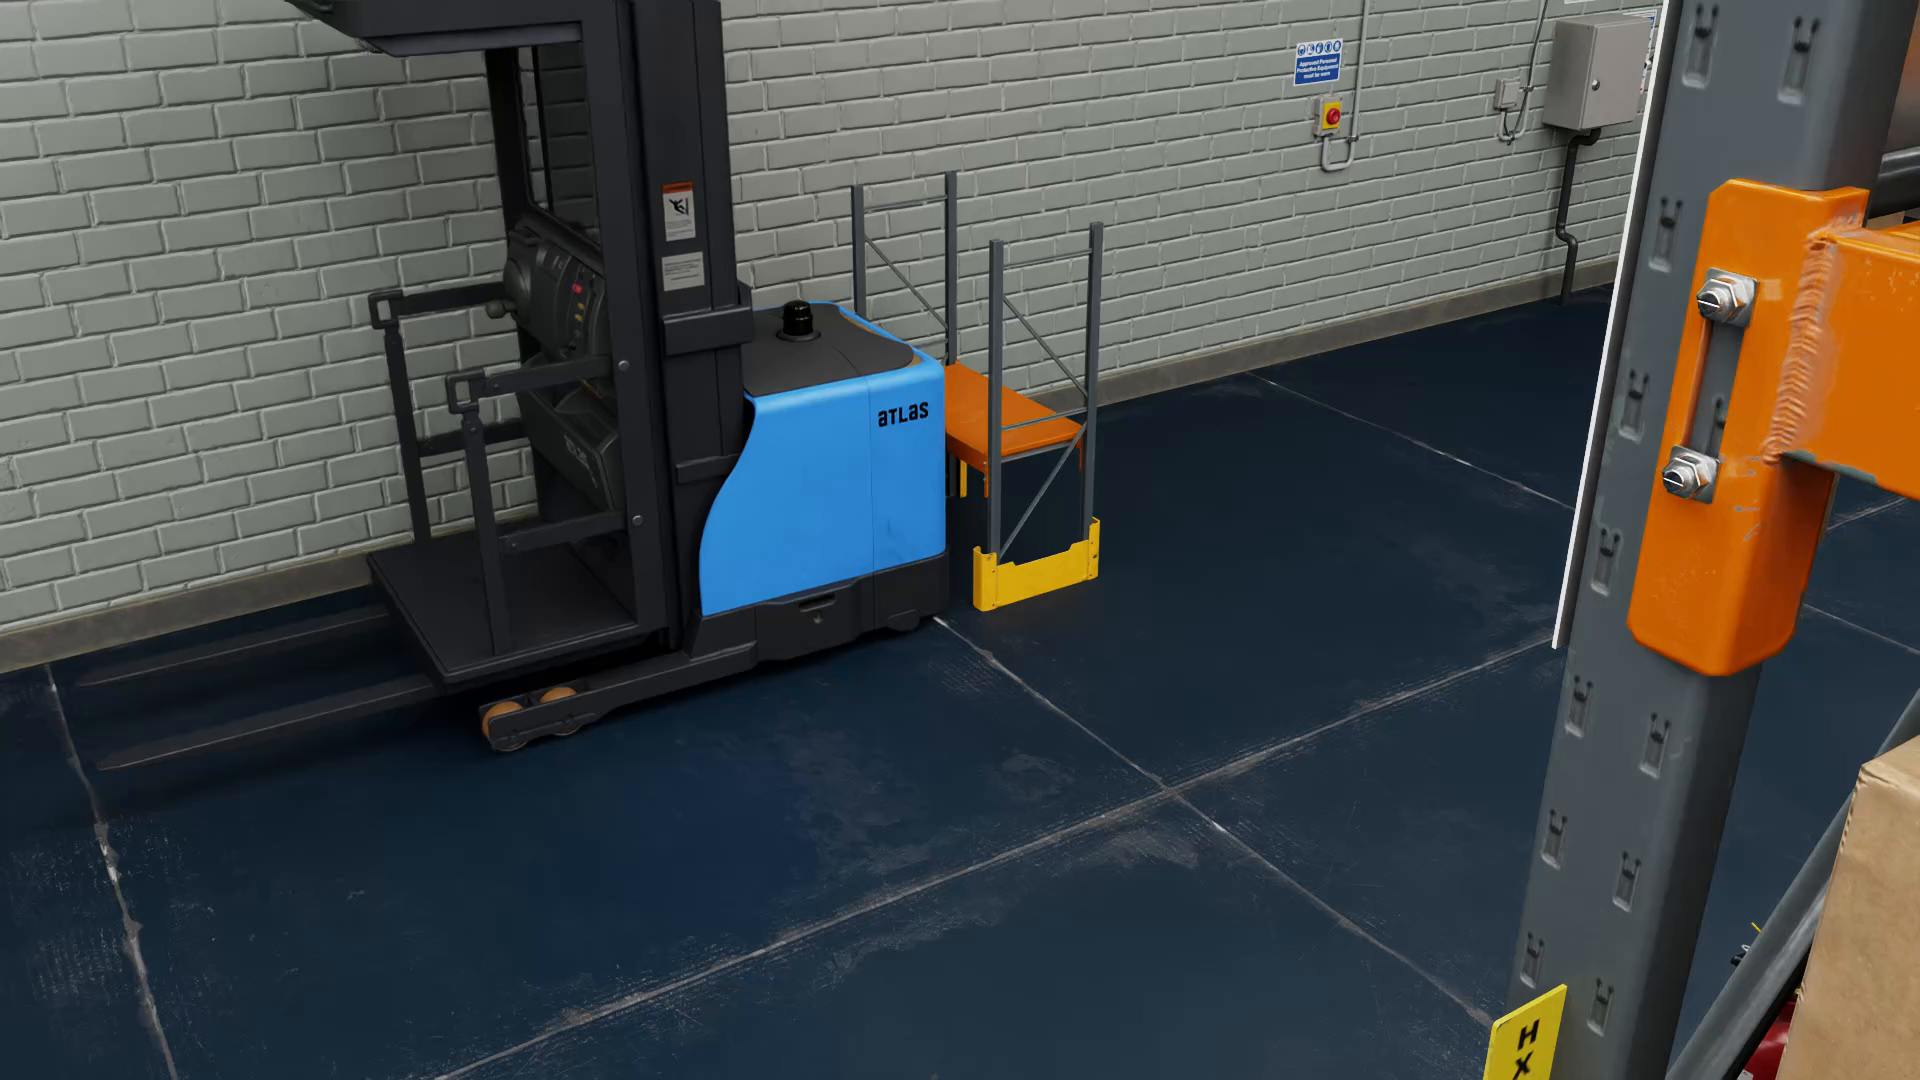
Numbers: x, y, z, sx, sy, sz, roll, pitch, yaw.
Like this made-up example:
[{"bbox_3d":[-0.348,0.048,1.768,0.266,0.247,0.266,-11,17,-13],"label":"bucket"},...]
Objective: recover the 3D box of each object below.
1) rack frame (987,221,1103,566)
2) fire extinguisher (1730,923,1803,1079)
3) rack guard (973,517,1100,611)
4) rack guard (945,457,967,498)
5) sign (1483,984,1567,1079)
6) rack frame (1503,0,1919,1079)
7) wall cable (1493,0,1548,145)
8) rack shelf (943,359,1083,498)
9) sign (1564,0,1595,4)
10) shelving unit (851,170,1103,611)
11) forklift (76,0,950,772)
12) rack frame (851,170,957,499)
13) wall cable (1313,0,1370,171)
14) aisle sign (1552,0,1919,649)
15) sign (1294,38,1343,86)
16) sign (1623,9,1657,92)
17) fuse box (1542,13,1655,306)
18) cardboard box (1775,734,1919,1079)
[{"bbox_3d":[0.324,-0.466,6.480,0.500,1.500,0.032,-16,29,-30],"label":"rack frame"},{"bbox_3d":[1.212,0.828,2.510,0.296,0.674,0.183,-16,29,-30],"label":"fire extinguisher"},{"bbox_3d":[0.313,0.092,6.762,0.587,0.250,0.087,-16,29,-30],"label":"rack guard"},{"bbox_3d":[-0.230,-0.264,7.516,0.587,0.250,0.087,-16,29,-30],"label":"rack guard"},{"bbox_3d":[0.508,0.557,1.542,0.100,0.325,0.005,-16,29,-30],"label":"sign"},{"bbox_3d":[0.960,0.823,1.993,0.949,2.616,0.053,-16,29,-30],"label":"rack frame"},{"bbox_3d":[3.139,-3.173,9.268,0.588,1.984,0.122,-16,29,-30],"label":"wall cable"},{"bbox_3d":[0.047,-0.485,6.942,0.538,0.185,1.000,-16,29,-30],"label":"rack shelf"},{"bbox_3d":[3.637,-3.251,9.656,0.339,0.242,0.001,-16,29,-30],"label":"sign"},{"bbox_3d":[0.042,-0.651,6.872,0.587,1.500,1.083,-16,29,-30],"label":"shelving unit"},{"bbox_3d":[-1.569,-0.857,5.633,3.031,2.935,1.130,-14,29,-28],"label":"forklift"},{"bbox_3d":[-0.231,-0.830,7.250,0.500,1.500,0.032,-16,29,-30],"label":"rack frame"},{"bbox_3d":[1.957,-2.853,8.552,0.585,1.953,0.123,-16,29,-30],"label":"wall cable"},{"bbox_3d":[0.671,-0.310,1.347,0.394,0.787,0.004,-16,29,-30],"label":"aisle sign"},{"bbox_3d":[1.883,-2.512,8.741,0.327,0.218,0.001,-16,29,-30],"label":"sign"},{"bbox_3d":[4.097,-2.963,10.123,0.329,0.494,0.001,-16,29,-30],"label":"sign"},{"bbox_3d":[3.797,-2.234,9.977,0.539,1.711,0.414,-16,29,-30],"label":"fuse box"},{"bbox_3d":[0.985,0.413,1.225,0.500,0.500,0.500,-16,29,-30],"label":"cardboard box"}]
